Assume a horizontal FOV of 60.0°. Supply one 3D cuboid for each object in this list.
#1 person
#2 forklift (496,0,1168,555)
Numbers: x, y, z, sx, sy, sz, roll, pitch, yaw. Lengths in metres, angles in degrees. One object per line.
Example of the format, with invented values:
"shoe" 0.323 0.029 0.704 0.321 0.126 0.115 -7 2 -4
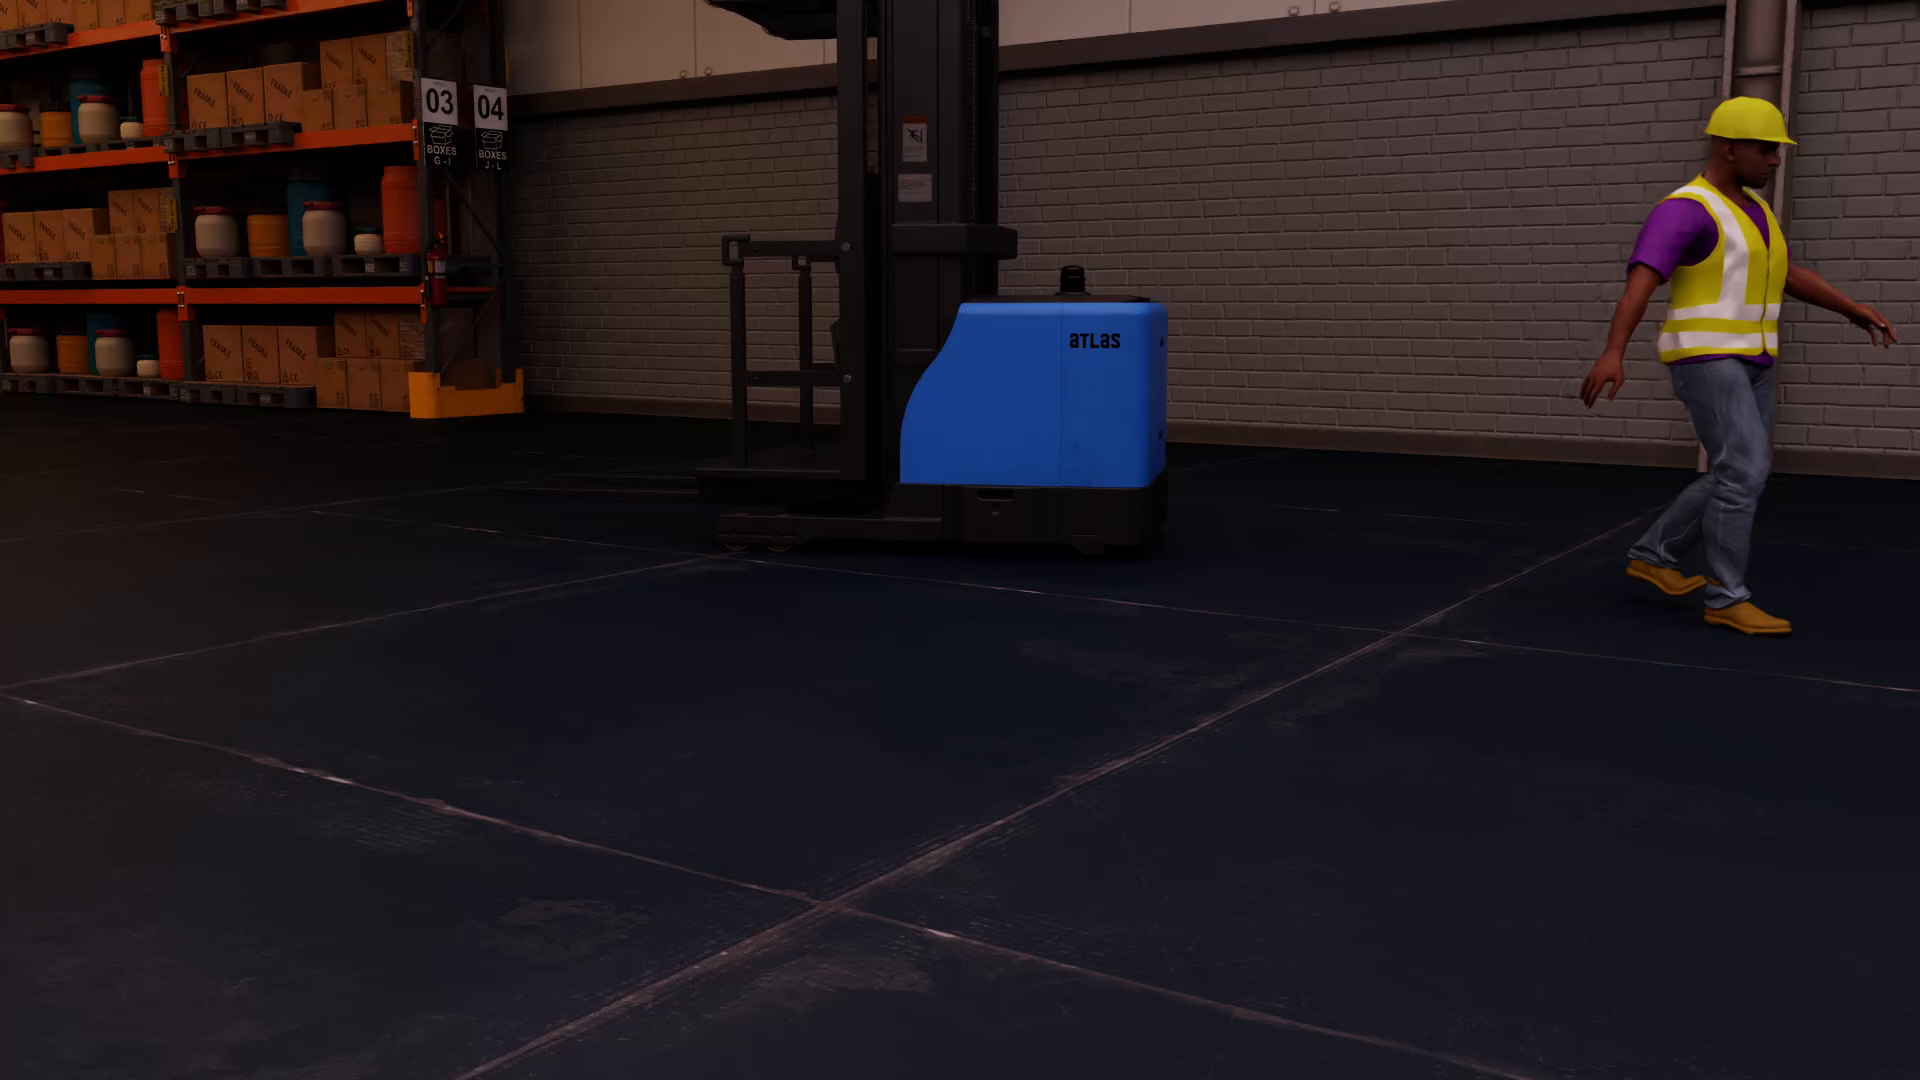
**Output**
"person" 2.562 -0.591 5.569 0.968 1.743 0.731 -7 10 -39
"forklift" -0.596 -1.469 7.520 3.031 2.935 1.130 2 8 12
